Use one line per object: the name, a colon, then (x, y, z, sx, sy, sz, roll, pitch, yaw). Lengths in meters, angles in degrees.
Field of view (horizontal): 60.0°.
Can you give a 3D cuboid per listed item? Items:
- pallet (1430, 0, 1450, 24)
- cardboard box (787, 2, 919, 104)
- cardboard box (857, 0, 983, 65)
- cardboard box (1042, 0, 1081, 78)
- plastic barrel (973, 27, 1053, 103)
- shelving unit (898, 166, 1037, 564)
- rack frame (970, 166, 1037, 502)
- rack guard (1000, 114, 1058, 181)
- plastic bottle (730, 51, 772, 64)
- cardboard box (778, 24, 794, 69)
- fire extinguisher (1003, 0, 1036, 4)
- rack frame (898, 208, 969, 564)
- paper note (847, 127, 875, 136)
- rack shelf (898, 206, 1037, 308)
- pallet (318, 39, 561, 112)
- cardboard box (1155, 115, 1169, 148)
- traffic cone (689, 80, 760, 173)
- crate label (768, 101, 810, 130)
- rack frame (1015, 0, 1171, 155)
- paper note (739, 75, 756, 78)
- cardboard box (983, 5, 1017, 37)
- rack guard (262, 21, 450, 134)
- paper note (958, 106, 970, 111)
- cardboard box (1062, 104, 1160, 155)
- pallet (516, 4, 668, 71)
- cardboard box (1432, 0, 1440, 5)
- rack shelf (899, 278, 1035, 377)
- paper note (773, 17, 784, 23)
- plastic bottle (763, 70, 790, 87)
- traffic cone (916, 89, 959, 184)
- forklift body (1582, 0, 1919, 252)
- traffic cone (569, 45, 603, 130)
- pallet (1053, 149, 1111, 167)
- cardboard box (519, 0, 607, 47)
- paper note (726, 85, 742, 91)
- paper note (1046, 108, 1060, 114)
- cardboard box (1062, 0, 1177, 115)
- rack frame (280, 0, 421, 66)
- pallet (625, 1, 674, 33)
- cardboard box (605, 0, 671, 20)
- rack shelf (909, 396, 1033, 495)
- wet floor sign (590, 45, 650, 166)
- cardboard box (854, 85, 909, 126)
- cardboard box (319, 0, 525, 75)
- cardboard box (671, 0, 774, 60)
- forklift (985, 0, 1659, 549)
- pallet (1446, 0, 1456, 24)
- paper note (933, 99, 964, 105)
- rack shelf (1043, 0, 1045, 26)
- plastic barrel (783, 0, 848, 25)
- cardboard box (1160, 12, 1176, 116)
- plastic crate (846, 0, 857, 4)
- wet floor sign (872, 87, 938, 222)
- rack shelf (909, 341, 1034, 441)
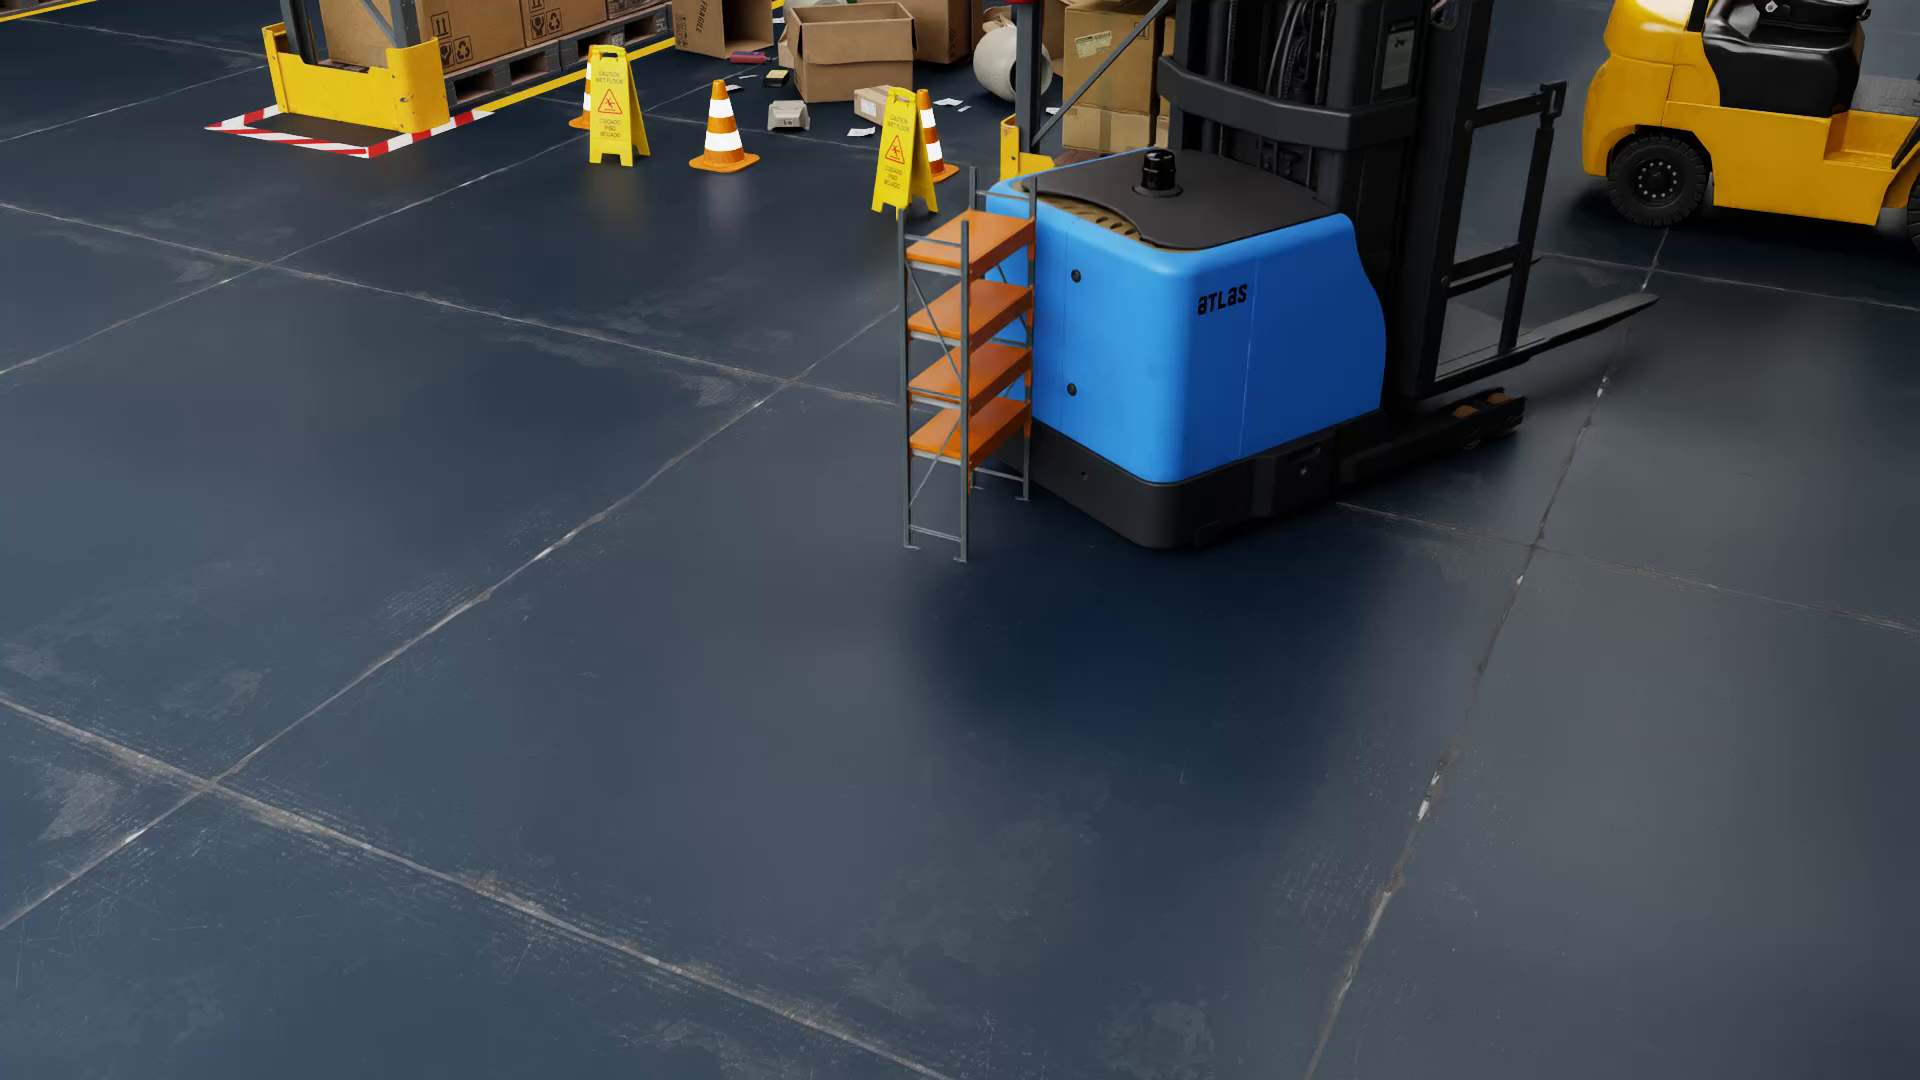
pallet: (2.925, -3.787, 12.132, 1.003, 0.211, 1.213, 14, 33, 23)
cardboard box: (-0.705, -3.148, 10.726, 0.797, 0.503, 0.637, -7, 31, -11)
cardboard box: (-0.286, -3.623, 11.417, 0.797, 0.637, 0.503, 14, 33, 23)
cardboard box: (0.872, -3.401, 11.168, 0.500, 0.500, 0.500, -12, 32, -20)
plastic barrel: (0.342, -3.019, 10.582, 0.421, 0.421, 0.512, -12, 32, -20)
shelving unit: (0.030, -0.578, 5.552, 0.258, 1.200, 0.503, 14, 33, 23)
rack frame: (0.142, -0.686, 5.740, 0.240, 1.200, 0.015, 14, 33, 23)
rack guard: (0.784, -1.827, 8.429, 1.175, 0.500, 0.348, 14, 33, 23)
plastic bottle: (-1.435, -3.333, 11.493, 0.283, 0.061, 0.133, 4, 30, 6)
cardboard box: (-1.025, -3.363, 11.340, 0.396, 0.266, 0.258, 21, 36, 32)
fire extinguisher: (0.287, -2.897, 7.861, 0.296, 0.674, 0.183, 14, 33, 23)
rack frame: (-0.082, -0.470, 5.364, 0.240, 1.200, 0.015, 14, 33, 23)
paper note: (-0.592, -2.460, 10.004, 0.148, 0.019, 0.142, 4, 30, 6)
rack shelf: (0.030, -0.919, 5.356, 0.258, 0.148, 0.480, 14, 33, 23)
pallet: (-3.409, -3.118, 10.968, 1.003, 0.211, 1.213, 14, 33, 23)
cardboard box: (1.363, -2.162, 8.842, 0.500, 0.250, 0.500, 14, 33, 23)
traffic cone: (-1.346, -2.361, 9.397, 0.336, 0.463, 0.334, 14, 33, 23)
crate label: (-1.044, -2.583, 10.110, 0.250, 0.136, 0.298, -1, 30, -3)
rack frame: (0.749, -2.877, 7.748, 1.000, 3.000, 0.127, 14, 33, 23)
paper note: (-1.423, -3.108, 11.151, 0.123, 0.001, 0.032, -18, 34, -28)
cardboard box: (0.289, -3.591, 11.736, 0.258, 0.266, 0.396, -7, 31, -11)
rack guard: (-3.715, -2.861, 10.230, 1.175, 0.500, 0.348, 14, 33, 23)
paper note: (0.028, -2.716, 10.469, 0.032, 0.001, 0.123, 14, 33, 23)
cardboard box: (0.889, -2.297, 9.077, 0.500, 0.250, 0.500, 14, 33, 23)
pallet: (-2.852, -3.657, 11.907, 1.003, 0.211, 1.213, 14, 33, 23)
cardboard box: (3.132, -4.246, 12.348, 0.950, 0.372, 0.625, 16, 34, 26)
rack shelf: (0.030, -0.714, 5.474, 0.258, 0.148, 0.480, 14, 33, 23)
paper note: (-1.382, -3.938, 12.576, 0.147, 0.020, 0.142, -7, 31, -11)
plastic bottle: (-1.211, -3.072, 11.038, 0.133, 0.061, 0.283, 4, 30, 6)
traffic cone: (-0.203, -2.260, 9.221, 0.336, 0.463, 0.334, 14, 33, 23)
forklift body: (4.409, -2.639, 8.186, 2.313, 2.155, 1.214, 14, 33, 23)
traffic cone: (-2.198, -2.769, 10.106, 0.336, 0.463, 0.334, 14, 33, 23)
pallet: (1.185, -2.054, 9.114, 1.003, 0.211, 1.213, 14, 33, 23)
cardboard box: (-3.055, -3.922, 11.280, 0.875, 0.875, 0.875, 14, 33, 23)
paper note: (-1.497, -2.959, 10.873, 0.142, 0.017, 0.144, -25, 38, -36)
paper note: (0.609, -2.694, 10.411, 0.142, 0.019, 0.148, 4, 30, 6)
cardboard box: (0.882, -2.606, 8.863, 0.500, 0.500, 0.500, 15, 33, 24)
rack frame: (-3.704, -3.955, 9.626, 1.000, 3.000, 0.127, 14, 33, 23)
pallet: (-2.297, -4.200, 12.852, 1.003, 0.211, 1.213, 14, 33, 23)
cardboard box: (-2.637, -4.326, 11.983, 0.875, 0.875, 0.875, 15, 33, 24)
rack shelf: (0.030, -0.348, 5.684, 0.258, 0.148, 0.480, 14, 33, 23)
wet floor sign: (-1.954, -2.472, 9.407, 0.267, 0.644, 0.232, 9, 31, 15)
cardboard box: (-0.452, -2.680, 10.267, 0.250, 0.149, 0.380, -18, 34, -28)
cardboard box: (-3.453, -3.532, 10.600, 0.875, 0.875, 0.875, 14, 33, 24)
cardboard box: (-1.675, -3.725, 11.732, 0.500, 0.500, 0.500, 21, 36, 32)
forklift: (1.568, -1.810, 5.959, 3.031, 2.935, 1.130, -20, 35, -30)
pallet: (3.479, -4.330, 13.077, 1.003, 0.211, 1.213, 14, 33, 23)
paper note: (-0.072, -2.798, 10.603, 0.142, 0.019, 0.148, -25, 38, -36)
rack shelf: (1.660, -3.452, 9.471, 1.077, 0.370, 4.000, 14, 33, 23)
plastic barrel: (-1.033, -3.760, 11.873, 0.421, 0.421, 0.512, -12, 32, -20)
cardboard box: (1.373, -2.498, 8.674, 0.500, 0.500, 0.500, 13, 32, 22)
plastic crate: (-0.794, -4.160, 12.748, 0.662, 0.188, 0.450, -18, 24, -28)
wet floor sign: (-0.290, -2.015, 8.610, 0.232, 0.644, 0.267, -25, 38, -36)
rack shelf: (0.030, -0.520, 5.585, 0.258, 0.148, 0.480, 14, 33, 23)
